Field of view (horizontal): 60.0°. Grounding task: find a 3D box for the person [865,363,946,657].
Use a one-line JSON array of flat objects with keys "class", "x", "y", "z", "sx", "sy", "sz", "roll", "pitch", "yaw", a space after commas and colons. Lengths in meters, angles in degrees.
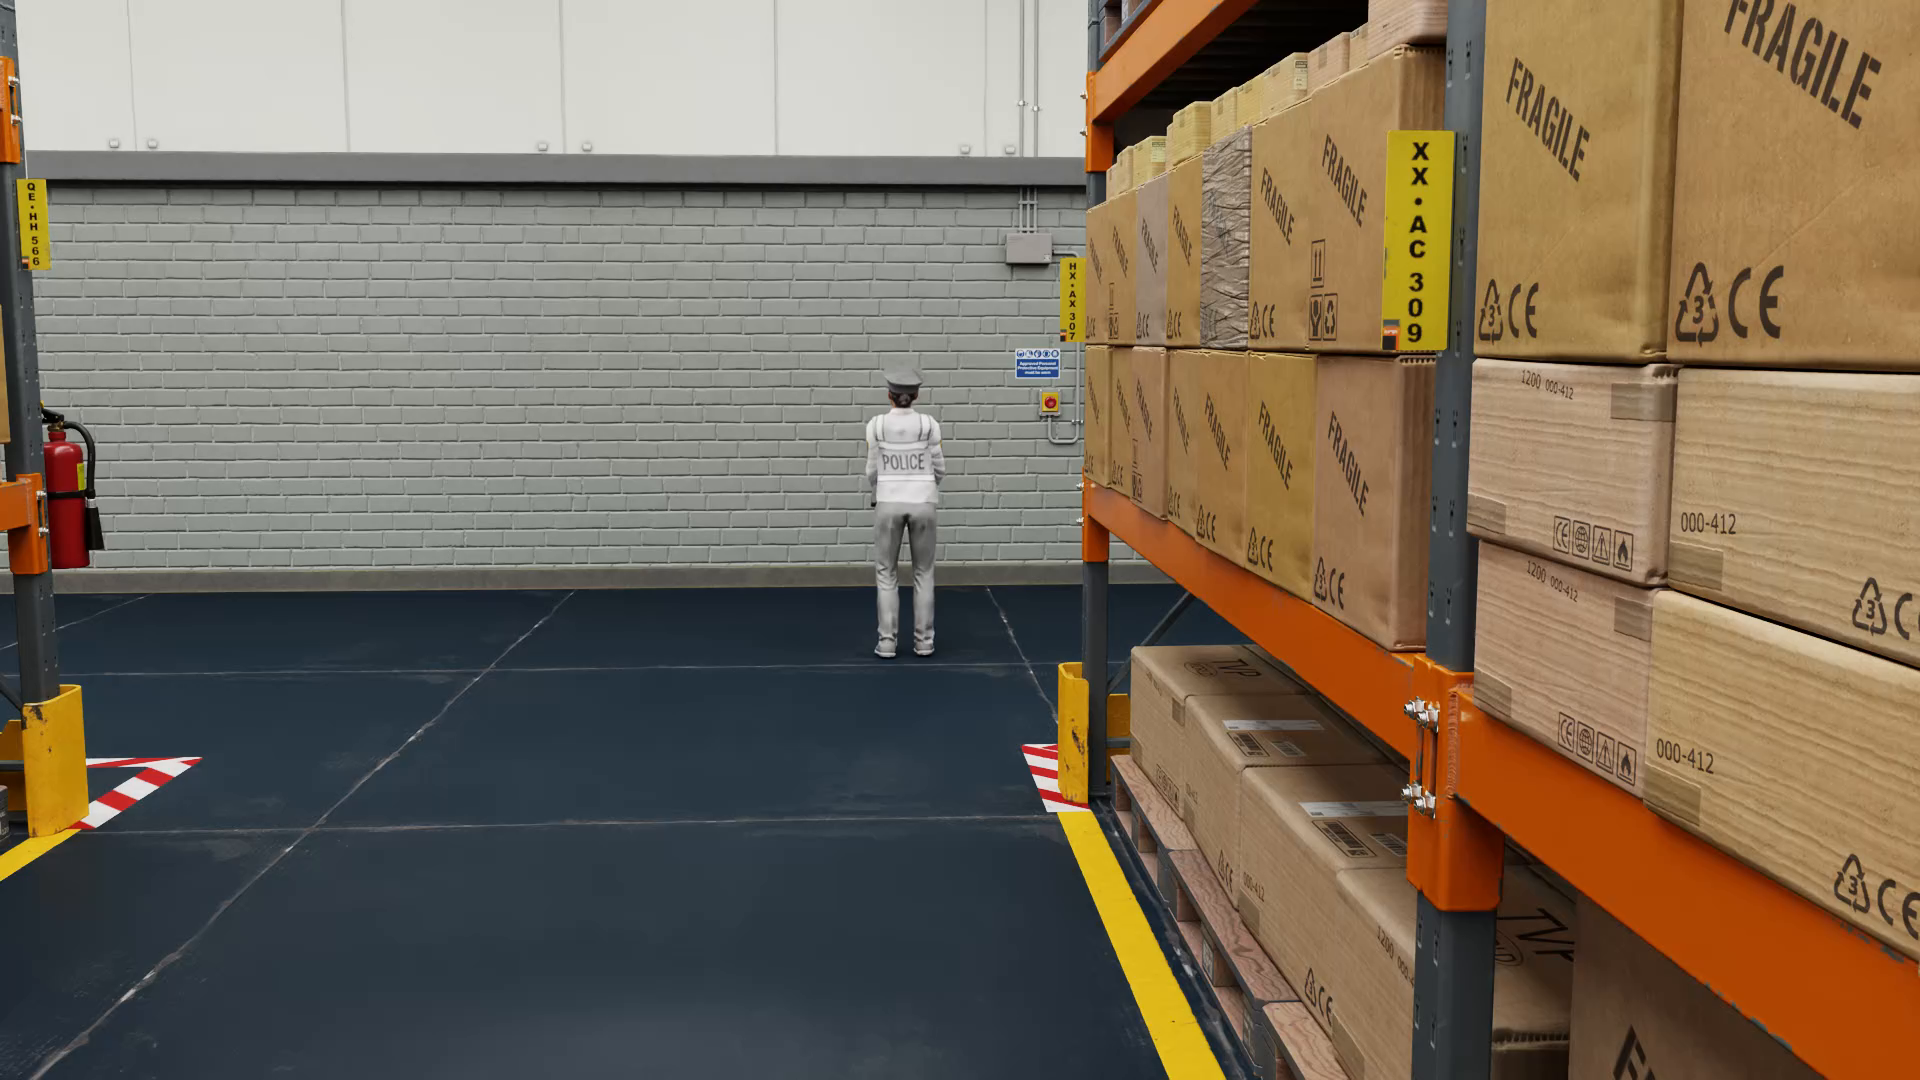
[{"class": "person", "x": -0.313, "y": -0.173, "z": 9.578, "sx": 0.460, "sy": 1.689, "sz": 0.540, "roll": 0, "pitch": 7, "yaw": -3}]
